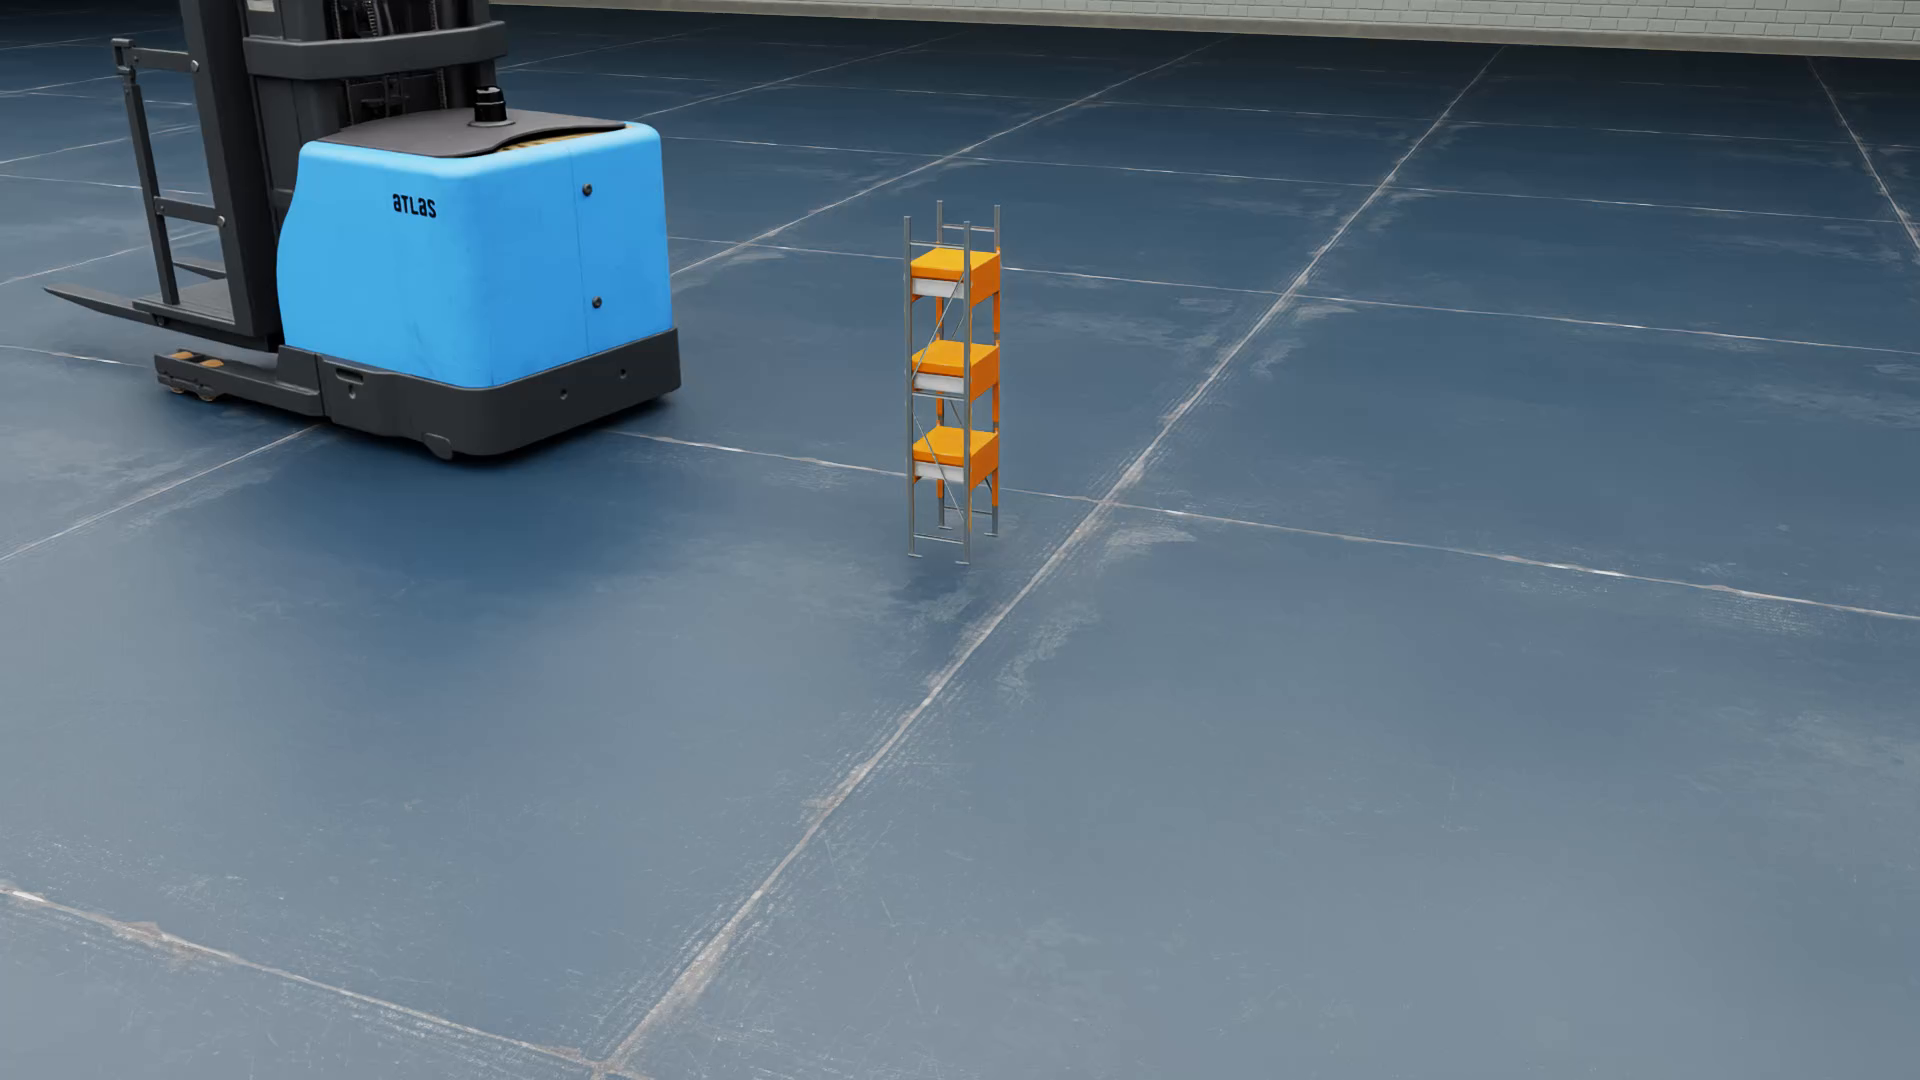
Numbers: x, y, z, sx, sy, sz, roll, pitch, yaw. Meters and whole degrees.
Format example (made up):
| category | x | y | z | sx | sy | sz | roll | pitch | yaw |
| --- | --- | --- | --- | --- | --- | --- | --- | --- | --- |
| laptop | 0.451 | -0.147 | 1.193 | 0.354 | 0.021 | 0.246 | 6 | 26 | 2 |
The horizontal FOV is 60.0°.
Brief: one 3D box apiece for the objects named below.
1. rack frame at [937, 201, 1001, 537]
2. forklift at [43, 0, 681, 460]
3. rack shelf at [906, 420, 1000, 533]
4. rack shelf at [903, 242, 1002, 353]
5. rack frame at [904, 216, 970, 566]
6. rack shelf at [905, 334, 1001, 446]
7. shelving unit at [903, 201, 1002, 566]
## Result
| category | x | y | z | sx | sy | sz | roll | pitch | yaw |
| --- | --- | --- | --- | --- | --- | --- | --- | --- | --- |
| rack frame | 0.025 | -0.509 | 5.106 | 0.200 | 1.050 | 0.008 | 9 | 24 | 20 |
| forklift | -2.604 | -2.051 | 6.357 | 3.031 | 2.935 | 1.130 | 14 | 27 | 30 |
| rack shelf | -0.020 | -0.199 | 5.113 | 0.215 | 0.259 | 0.240 | 9 | 24 | 20 |
| rack shelf | -0.020 | -0.717 | 4.897 | 0.215 | 0.259 | 0.240 | 9 | 24 | 20 |
| rack frame | -0.065 | -0.422 | 4.897 | 0.200 | 1.050 | 0.008 | 9 | 24 | 20 |
| rack shelf | -0.020 | -0.456 | 5.006 | 0.215 | 0.259 | 0.240 | 9 | 24 | 20 |
| shelving unit | -0.020 | -0.465 | 5.002 | 0.215 | 1.050 | 0.252 | 9 | 24 | 20 |
